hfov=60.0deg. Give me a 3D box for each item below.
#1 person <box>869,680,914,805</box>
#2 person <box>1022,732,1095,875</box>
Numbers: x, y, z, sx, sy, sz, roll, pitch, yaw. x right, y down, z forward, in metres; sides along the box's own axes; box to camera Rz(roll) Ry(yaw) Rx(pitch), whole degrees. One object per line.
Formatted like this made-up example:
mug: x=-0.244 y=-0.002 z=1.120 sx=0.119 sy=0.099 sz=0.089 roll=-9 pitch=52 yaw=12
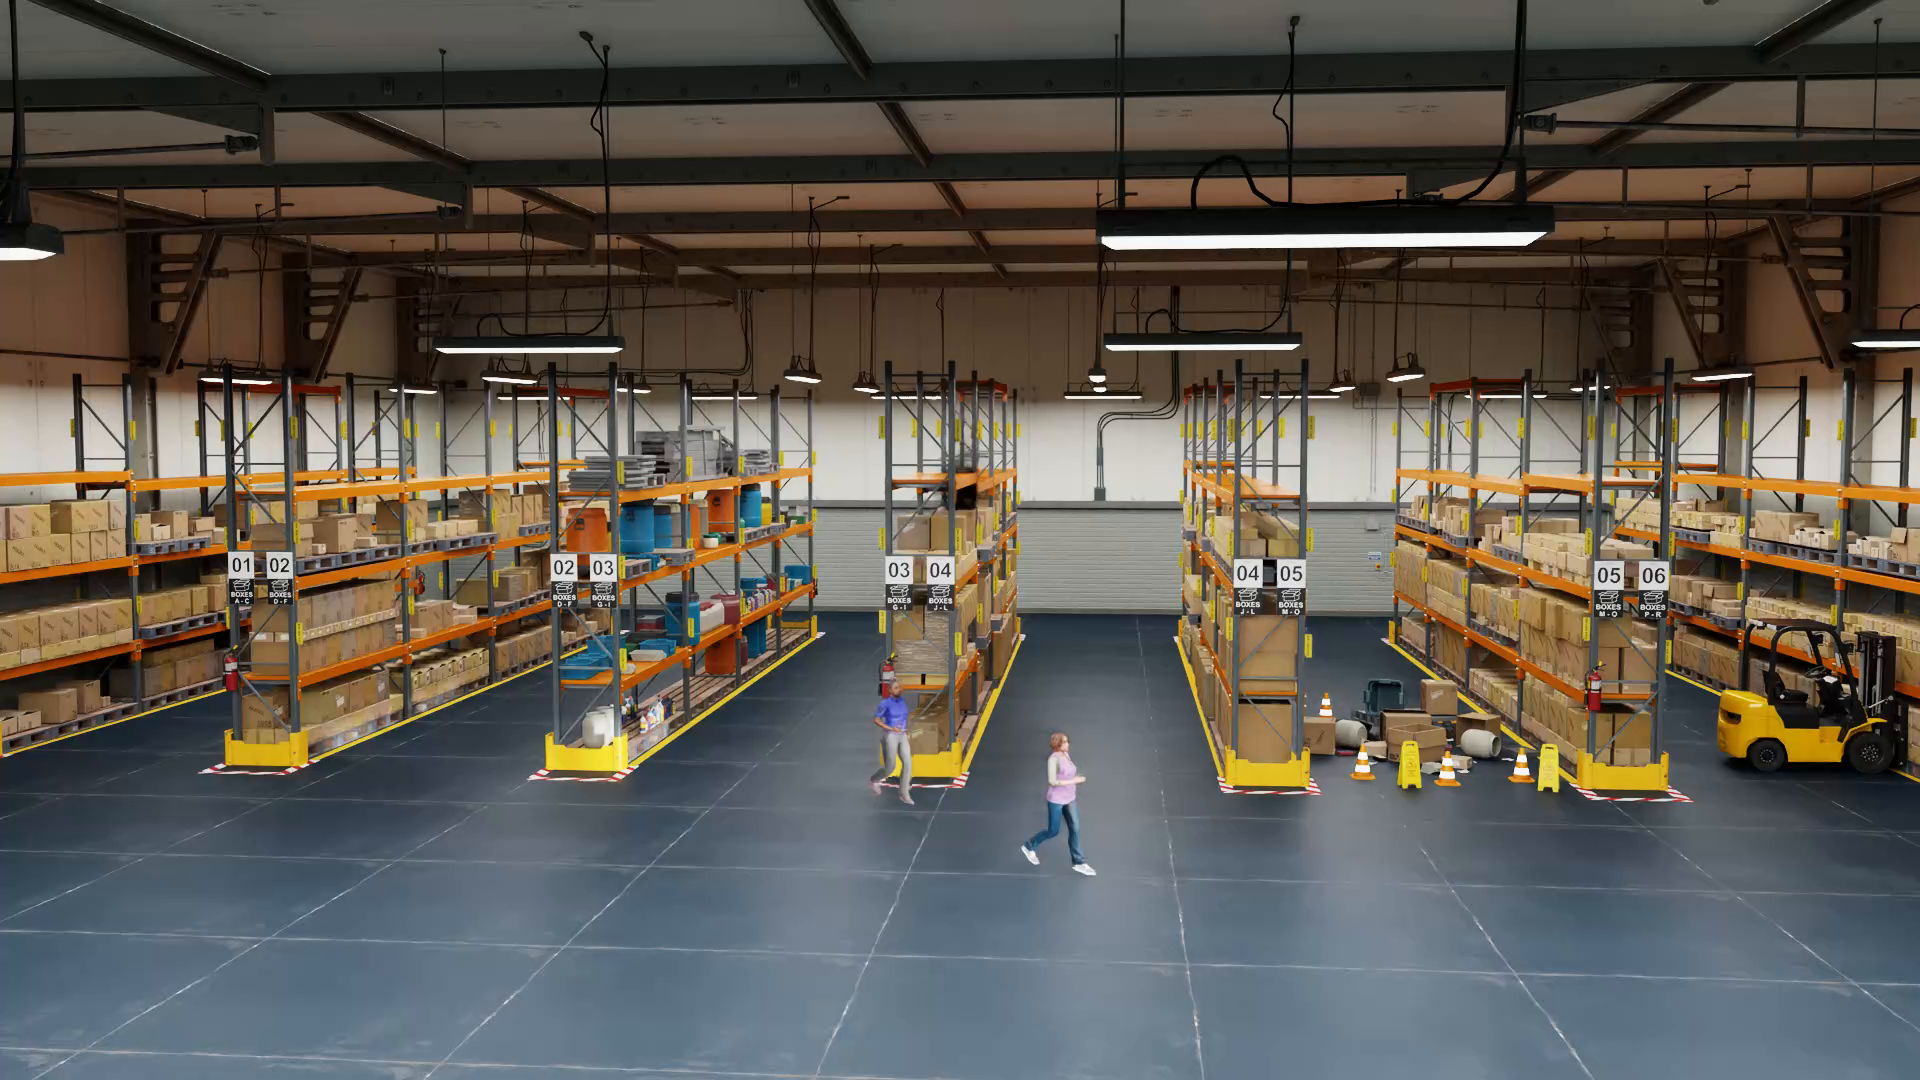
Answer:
person: x=-0.915 y=2.710 z=22.447 sx=0.599 sy=1.666 sz=0.784 roll=-4 pitch=5 yaw=-44
person: x=1.121 y=2.951 z=18.759 sx=0.895 sy=1.583 sz=0.539 roll=2 pitch=4 yaw=33
